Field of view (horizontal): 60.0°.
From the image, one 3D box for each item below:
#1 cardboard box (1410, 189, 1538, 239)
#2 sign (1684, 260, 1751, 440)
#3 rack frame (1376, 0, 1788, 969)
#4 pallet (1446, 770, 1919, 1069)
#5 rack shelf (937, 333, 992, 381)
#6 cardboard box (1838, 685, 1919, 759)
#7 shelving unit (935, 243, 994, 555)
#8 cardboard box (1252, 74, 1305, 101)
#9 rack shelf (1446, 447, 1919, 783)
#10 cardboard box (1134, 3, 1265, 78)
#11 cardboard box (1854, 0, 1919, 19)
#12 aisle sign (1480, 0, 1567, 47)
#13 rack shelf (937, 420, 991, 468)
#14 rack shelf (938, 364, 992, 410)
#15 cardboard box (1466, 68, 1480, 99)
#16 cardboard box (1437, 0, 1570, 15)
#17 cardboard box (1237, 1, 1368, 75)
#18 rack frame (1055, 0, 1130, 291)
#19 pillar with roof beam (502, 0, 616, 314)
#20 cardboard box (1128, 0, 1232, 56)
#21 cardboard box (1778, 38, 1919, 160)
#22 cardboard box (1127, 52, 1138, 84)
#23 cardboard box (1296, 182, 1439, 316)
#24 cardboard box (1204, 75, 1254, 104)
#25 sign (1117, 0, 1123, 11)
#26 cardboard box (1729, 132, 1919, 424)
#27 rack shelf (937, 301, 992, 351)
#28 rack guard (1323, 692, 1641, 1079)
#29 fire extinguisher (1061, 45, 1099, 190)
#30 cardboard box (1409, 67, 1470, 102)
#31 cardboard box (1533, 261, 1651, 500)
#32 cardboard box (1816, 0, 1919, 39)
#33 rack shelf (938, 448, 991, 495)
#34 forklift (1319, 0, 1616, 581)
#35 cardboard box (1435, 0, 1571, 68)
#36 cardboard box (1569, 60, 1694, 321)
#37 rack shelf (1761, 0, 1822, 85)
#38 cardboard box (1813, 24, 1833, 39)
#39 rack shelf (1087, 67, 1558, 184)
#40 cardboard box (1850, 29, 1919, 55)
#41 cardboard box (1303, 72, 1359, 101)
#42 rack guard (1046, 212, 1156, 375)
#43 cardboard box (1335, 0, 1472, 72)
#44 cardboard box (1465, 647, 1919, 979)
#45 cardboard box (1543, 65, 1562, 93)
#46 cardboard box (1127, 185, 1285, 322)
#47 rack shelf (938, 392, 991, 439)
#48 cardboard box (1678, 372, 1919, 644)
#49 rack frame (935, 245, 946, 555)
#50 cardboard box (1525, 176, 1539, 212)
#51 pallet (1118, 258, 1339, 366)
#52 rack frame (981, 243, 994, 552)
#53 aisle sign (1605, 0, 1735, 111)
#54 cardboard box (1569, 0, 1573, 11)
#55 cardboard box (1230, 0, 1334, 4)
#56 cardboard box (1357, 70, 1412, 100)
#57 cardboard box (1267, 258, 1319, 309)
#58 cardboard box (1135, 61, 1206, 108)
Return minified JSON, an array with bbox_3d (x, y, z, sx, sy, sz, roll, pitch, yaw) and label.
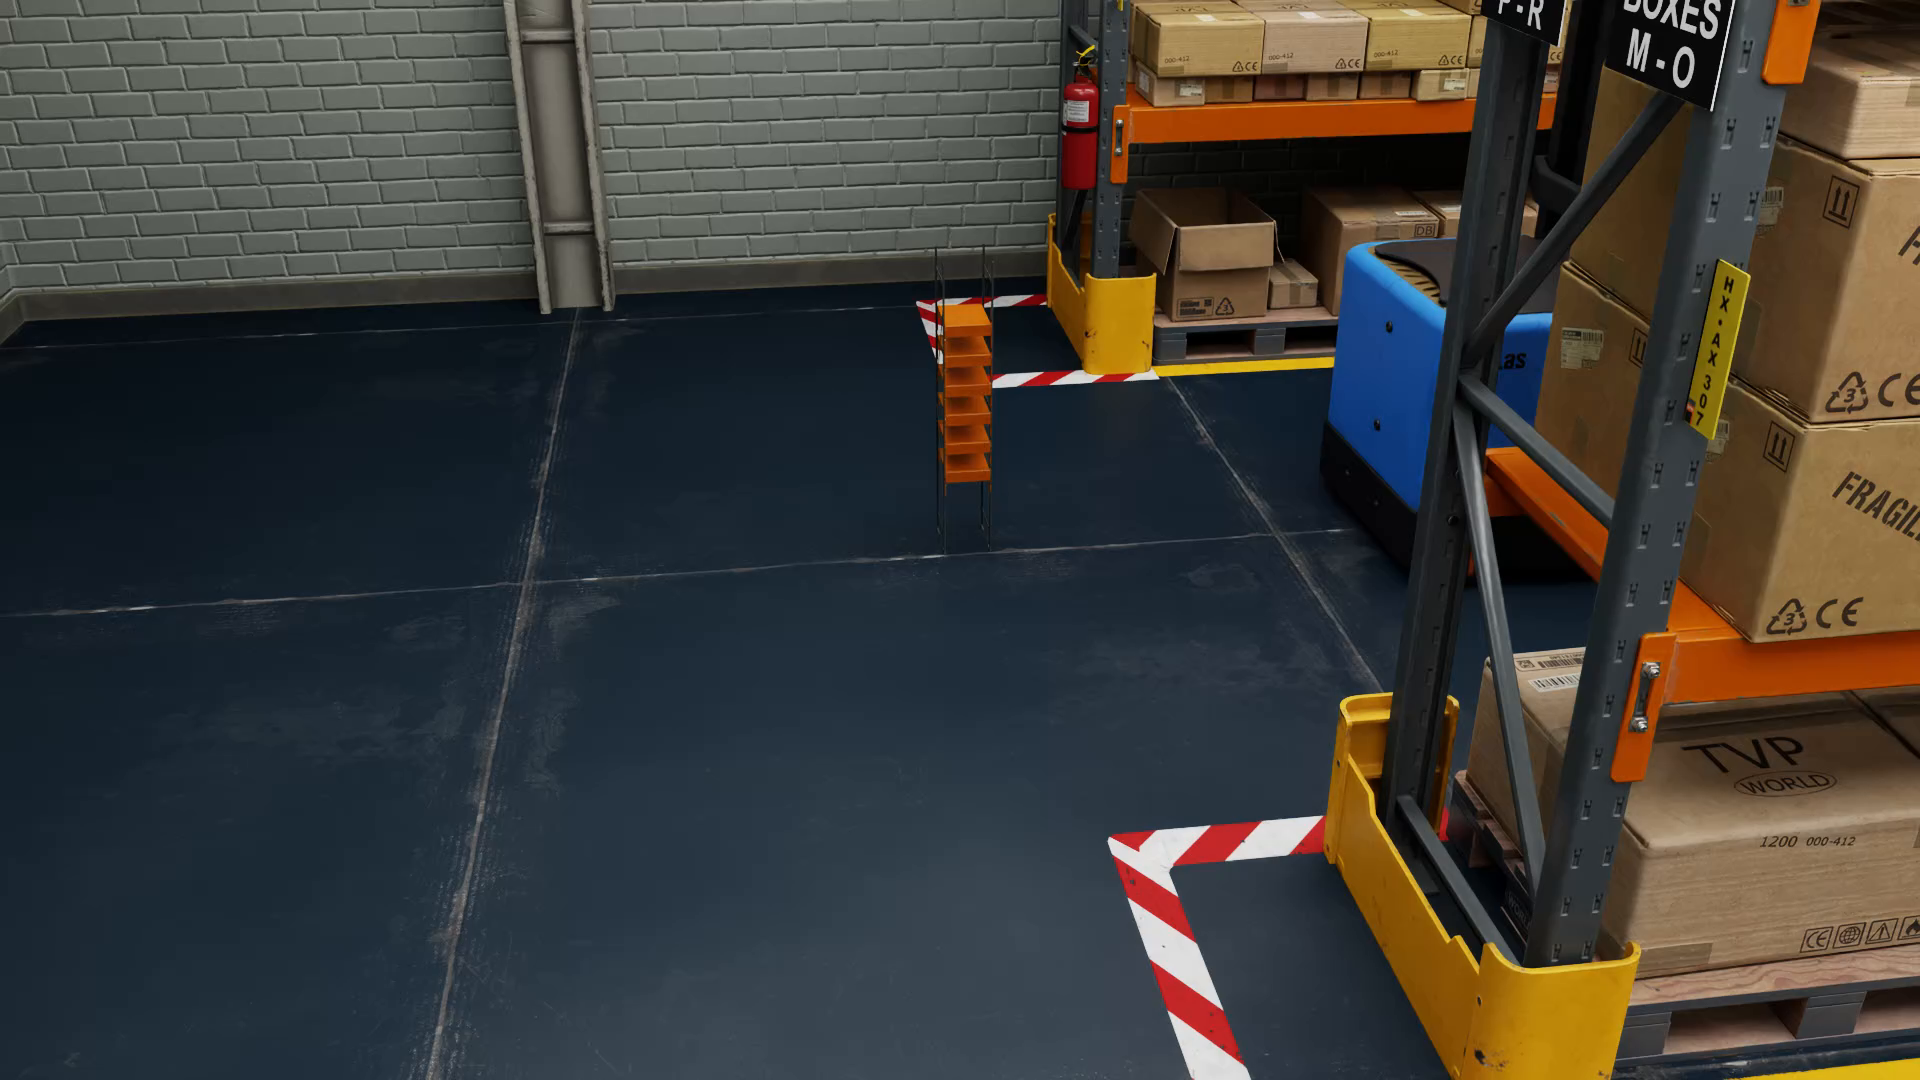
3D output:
[{"bbox_3d":[2.661,-1.525,8.715,0.500,0.500,0.500,-3,27,-6],"label":"cardboard box"},{"bbox_3d":[1.419,-0.355,3.121,0.005,0.325,0.100,-4,27,-7],"label":"sign"},{"bbox_3d":[1.348,-0.186,3.826,0.127,3.000,1.000,-4,27,-7],"label":"rack frame"},{"bbox_3d":[2.129,0.969,4.631,1.213,0.211,1.003,-4,27,-7],"label":"pallet"},{"bbox_3d":[0.014,-0.709,6.389,0.180,0.103,0.258,-4,27,-7],"label":"rack shelf"},{"bbox_3d":[2.892,0.618,4.606,0.875,0.438,0.875,-3,27,-6],"label":"cardboard box"},{"bbox_3d":[0.014,-0.535,6.478,0.189,1.200,0.258,-4,27,-7],"label":"shelving unit"},{"bbox_3d":[1.517,-2.284,8.191,0.250,0.149,0.380,-4,27,-8],"label":"cardboard box"},{"bbox_3d":[3.328,0.007,4.238,4.000,0.370,1.077,-4,27,-7],"label":"rack shelf"},{"bbox_3d":[1.139,-2.402,7.984,0.500,0.250,0.500,-4,27,-7],"label":"cardboard box"},{"bbox_3d":[2.167,-1.158,3.807,0.250,0.149,0.380,-4,27,-8],"label":"cardboard box"},{"bbox_3d":[1.233,-1.478,3.497,0.004,0.787,0.394,-4,27,-7],"label":"aisle sign"},{"bbox_3d":[0.014,-0.388,6.553,0.180,0.103,0.258,-4,27,-7],"label":"rack shelf"},{"bbox_3d":[0.014,-0.602,6.443,0.180,0.103,0.258,-4,27,-7],"label":"rack shelf"},{"bbox_3d":[2.557,-2.300,8.222,0.250,0.149,0.380,-3,27,-6],"label":"cardboard box"},{"bbox_3d":[2.625,-2.831,7.999,0.500,0.500,0.500,-3,27,-6],"label":"cardboard box"},{"bbox_3d":[1.639,-2.434,8.047,0.500,0.250,0.500,-3,27,-7],"label":"cardboard box"},{"bbox_3d":[0.652,-2.429,8.199,0.127,3.000,1.000,-4,27,-7],"label":"rack frame"},{"bbox_3d":[-1.543,-3.388,3.496,0.400,9.000,9.100,-4,27,-7],"label":"pillar with roof beam"},{"bbox_3d":[1.071,-2.644,8.456,0.500,0.250,0.500,-3,27,-6],"label":"cardboard box"},{"bbox_3d":[1.738,-0.861,3.227,0.250,0.149,0.380,-3,27,-6],"label":"cardboard box"},{"bbox_3d":[0.943,-2.460,8.534,0.250,0.149,0.380,-4,27,-8],"label":"cardboard box"},{"bbox_3d":[2.123,-1.537,8.738,0.500,0.500,0.700,-3,27,-5],"label":"cardboard box"},{"bbox_3d":[1.262,-2.252,8.128,0.250,0.149,0.380,-3,27,-6],"label":"cardboard box"},{"bbox_3d":[0.728,-2.569,7.523,0.005,0.325,0.100,-4,27,-7],"label":"sign"},{"bbox_3d":[1.863,-0.577,3.384,0.500,0.500,0.500,-4,27,-8],"label":"cardboard box"},{"bbox_3d":[0.014,-0.816,6.334,0.180,0.103,0.258,-4,27,-7],"label":"rack shelf"},{"bbox_3d":[1.324,0.928,4.394,0.348,0.500,1.175,-4,27,-7],"label":"rack guard"},{"bbox_3d":[0.571,-2.011,7.876,0.183,0.674,0.296,-4,27,-7],"label":"fire extinguisher"},{"bbox_3d":[2.299,-2.274,8.171,0.250,0.149,0.380,-4,27,-9],"label":"cardboard box"},{"bbox_3d":[1.788,-0.381,4.096,0.500,0.500,0.500,-4,27,-7],"label":"cardboard box"},{"bbox_3d":[1.923,-1.104,3.701,0.250,0.149,0.380,-3,27,-6],"label":"cardboard box"},{"bbox_3d":[0.014,-0.282,6.608,0.180,0.103,0.258,-4,27,-7],"label":"rack shelf"},{"bbox_3d":[3.114,-1.458,6.381,3.031,2.935,1.130,-5,28,-9],"label":"forklift"},{"bbox_3d":[2.643,-2.510,8.195,0.500,0.250,0.500,-4,27,-8],"label":"cardboard box"},{"bbox_3d":[1.792,-0.813,3.845,0.500,0.500,0.500,-3,27,-5],"label":"cardboard box"},{"bbox_3d":[3.328,-1.327,3.554,4.000,0.370,1.077,-4,27,-7],"label":"rack shelf"},{"bbox_3d":[1.675,-1.077,3.648,0.250,0.149,0.380,-3,27,-6],"label":"cardboard box"},{"bbox_3d":[2.633,-2.237,8.611,4.000,0.370,1.077,-4,27,-7],"label":"rack shelf"},{"bbox_3d":[1.987,-0.910,3.322,0.250,0.149,0.380,-3,27,-6],"label":"cardboard box"},{"bbox_3d":[1.776,-2.272,8.168,0.250,0.149,0.380,-3,27,-5],"label":"cardboard box"},{"bbox_3d":[0.728,-1.322,8.779,0.348,0.500,1.175,-4,27,-7],"label":"rack guard"},{"bbox_3d":[2.140,-2.468,8.113,0.500,0.250,0.500,-4,27,-8],"label":"cardboard box"},{"bbox_3d":[1.987,0.680,4.485,0.875,0.438,0.875,-5,28,-9],"label":"cardboard box"},{"bbox_3d":[2.802,-2.347,8.314,0.250,0.149,0.380,-4,27,-7],"label":"cardboard box"},{"bbox_3d":[1.271,-1.502,8.665,0.637,0.503,0.797,-5,28,-9],"label":"cardboard box"},{"bbox_3d":[0.014,-0.495,6.498,0.180,0.103,0.258,-4,27,-7],"label":"rack shelf"},{"bbox_3d":[1.863,-0.131,3.610,0.500,0.500,0.500,-4,27,-8],"label":"cardboard box"},{"bbox_3d":[-0.076,-0.529,6.467,0.006,1.200,0.240,-4,27,-7],"label":"rack frame"},{"bbox_3d":[3.151,-1.603,8.866,0.500,0.500,0.700,-5,28,-9],"label":"cardboard box"},{"bbox_3d":[1.517,-1.245,8.945,1.213,0.211,1.003,-4,27,-7],"label":"pallet"},{"bbox_3d":[0.105,-0.541,6.489,0.006,1.200,0.240,-4,27,-7],"label":"rack frame"},{"bbox_3d":[1.317,-1.207,2.968,0.004,0.787,0.394,-4,27,-7],"label":"aisle sign"},{"bbox_3d":[3.153,-2.542,8.258,0.500,0.250,0.500,-4,27,-7],"label":"cardboard box"},{"bbox_3d":[1.582,-2.676,8.519,0.500,0.250,0.500,-4,27,-7],"label":"cardboard box"},{"bbox_3d":[2.038,-2.292,8.206,0.250,0.149,0.380,-3,27,-6],"label":"cardboard box"},{"bbox_3d":[1.697,-1.353,8.765,0.250,0.149,0.380,-5,28,-9],"label":"cardboard box"},{"bbox_3d":[1.016,-2.214,8.055,0.250,0.149,0.380,-4,27,-8],"label":"cardboard box"}]
